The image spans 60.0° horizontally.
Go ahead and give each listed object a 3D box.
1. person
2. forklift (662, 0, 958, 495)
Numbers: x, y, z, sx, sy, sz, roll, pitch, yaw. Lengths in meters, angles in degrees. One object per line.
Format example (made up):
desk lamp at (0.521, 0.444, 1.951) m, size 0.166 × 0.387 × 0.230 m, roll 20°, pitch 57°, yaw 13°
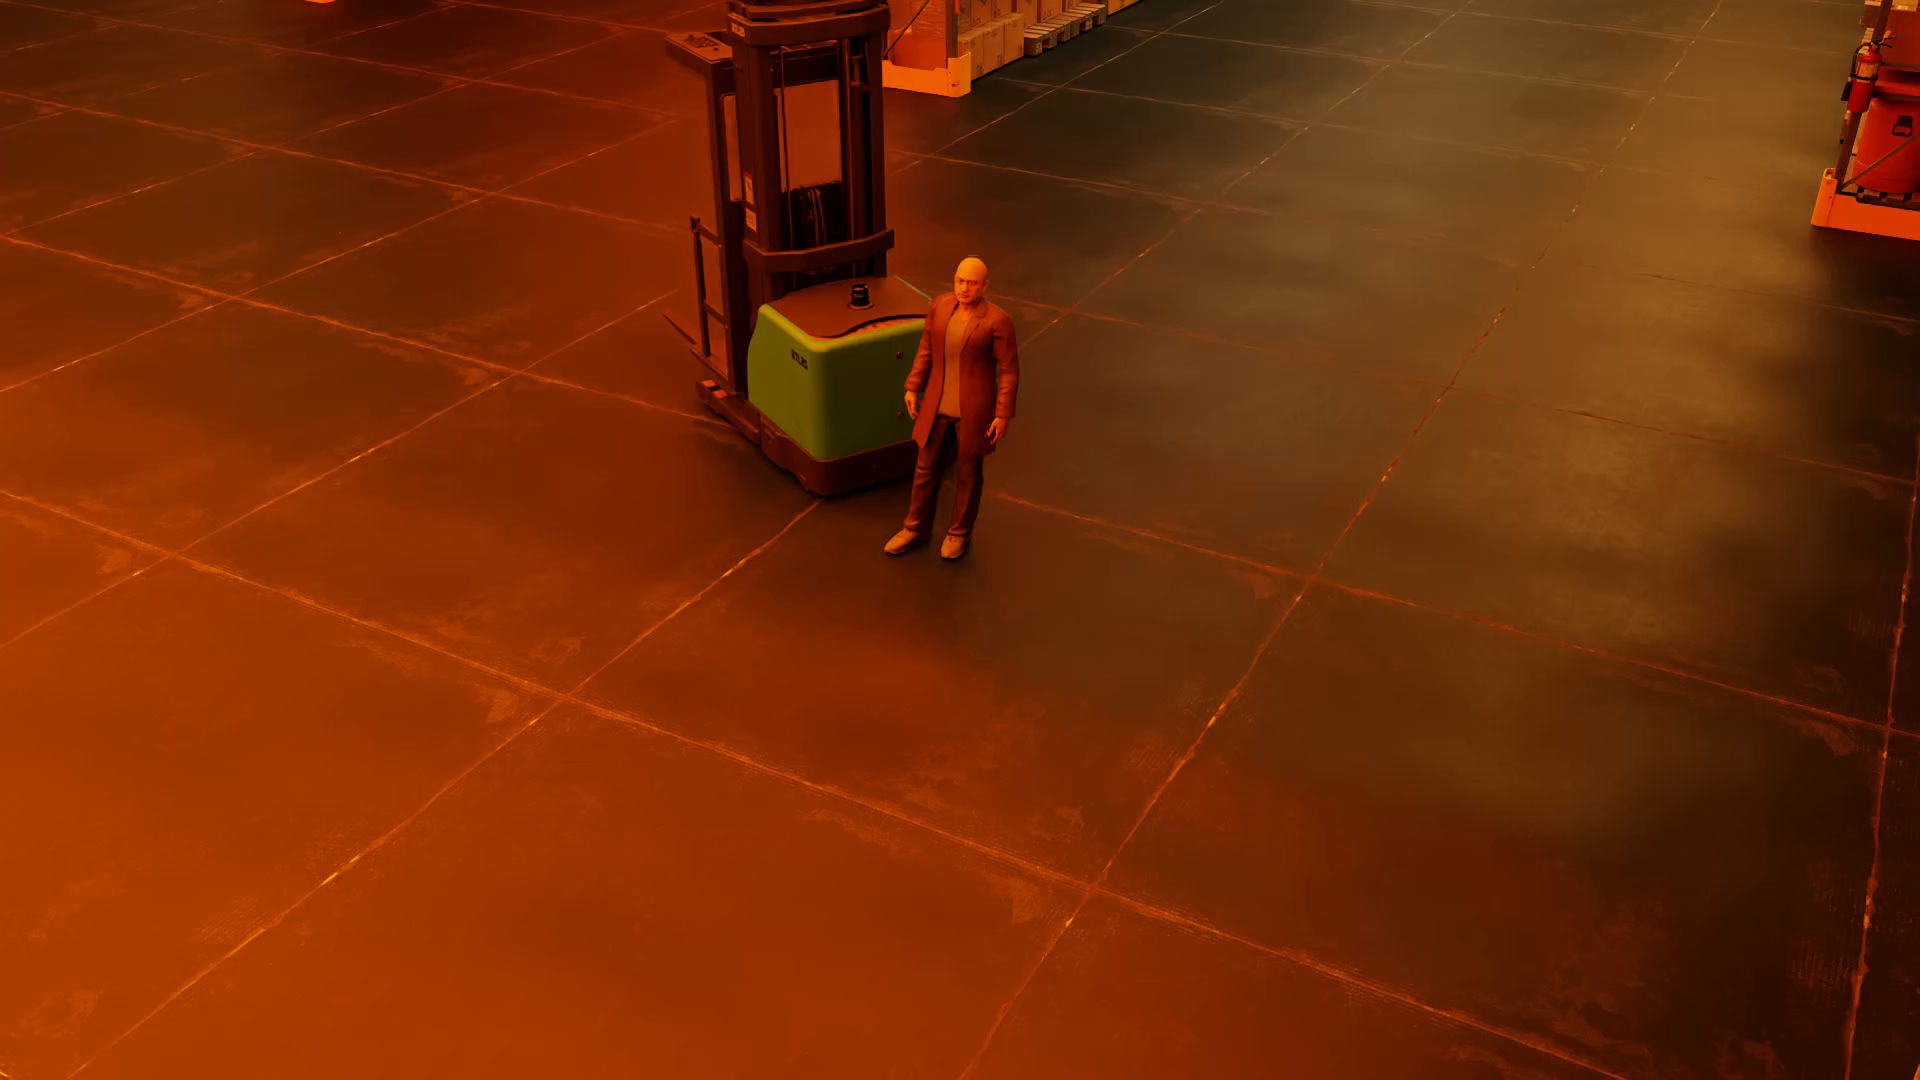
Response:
person at (-0.042, -0.626, 9.534) m, size 0.699 × 1.553 × 0.548 m, roll 15°, pitch 33°, yaw 24°
forklift at (-1.190, -2.248, 10.965) m, size 1.130 × 2.935 × 3.031 m, roll -17°, pitch 34°, yaw -26°
